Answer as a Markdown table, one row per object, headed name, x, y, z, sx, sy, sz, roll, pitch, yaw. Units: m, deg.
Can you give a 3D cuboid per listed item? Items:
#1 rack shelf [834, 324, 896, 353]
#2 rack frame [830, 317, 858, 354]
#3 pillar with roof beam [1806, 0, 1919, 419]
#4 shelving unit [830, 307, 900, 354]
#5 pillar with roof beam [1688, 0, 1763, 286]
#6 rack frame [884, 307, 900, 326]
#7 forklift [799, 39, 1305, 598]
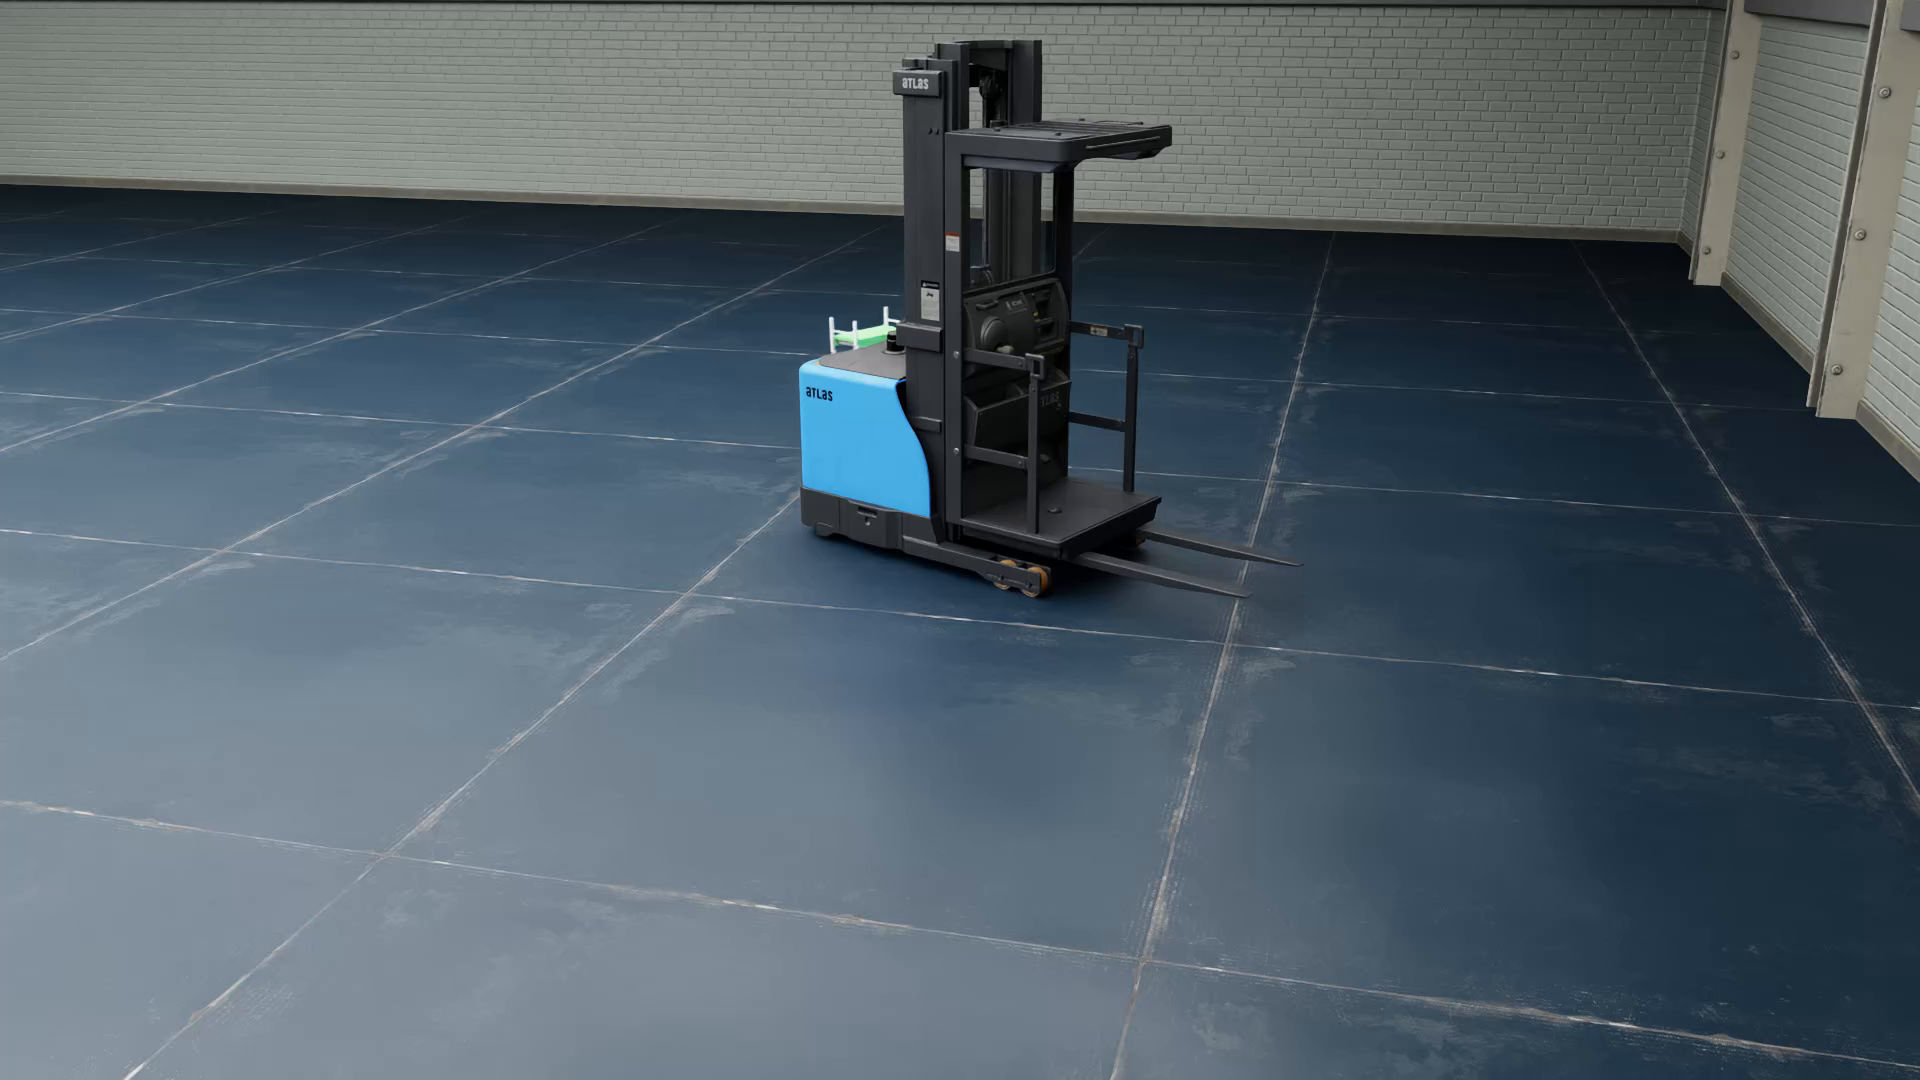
| name | x | y | z | sx | sy | sz | roll | pitch | yaw |
| --- | --- | --- | --- | --- | --- | --- | --- | --- | --- |
| rack shelf | -0.572 | -1.284 | 10.791 | 0.258 | 0.148 | 0.480 | 15 | 24 | 41 |
| rack frame | -0.729 | -0.830 | 10.748 | 0.240 | 1.200 | 0.015 | 15 | 24 | 41 |
| pillar with roof beam | 2.726 | -5.610 | 12.690 | 9.100 | 9.000 | 0.400 | 5 | 19 | 13 |
| shelving unit | -0.563 | -0.888 | 10.917 | 0.258 | 1.200 | 0.503 | 15 | 24 | 41 |
| pillar with roof beam | 4.192 | -7.491 | 18.196 | 9.100 | 9.000 | 0.400 | 5 | 19 | 13 |
| rack frame | -0.396 | -0.945 | 11.086 | 0.240 | 1.200 | 0.015 | 15 | 24 | 41 |
| forklift | 0.494 | -1.264 | 9.354 | 3.031 | 2.935 | 1.130 | 14 | 23 | 35 |
